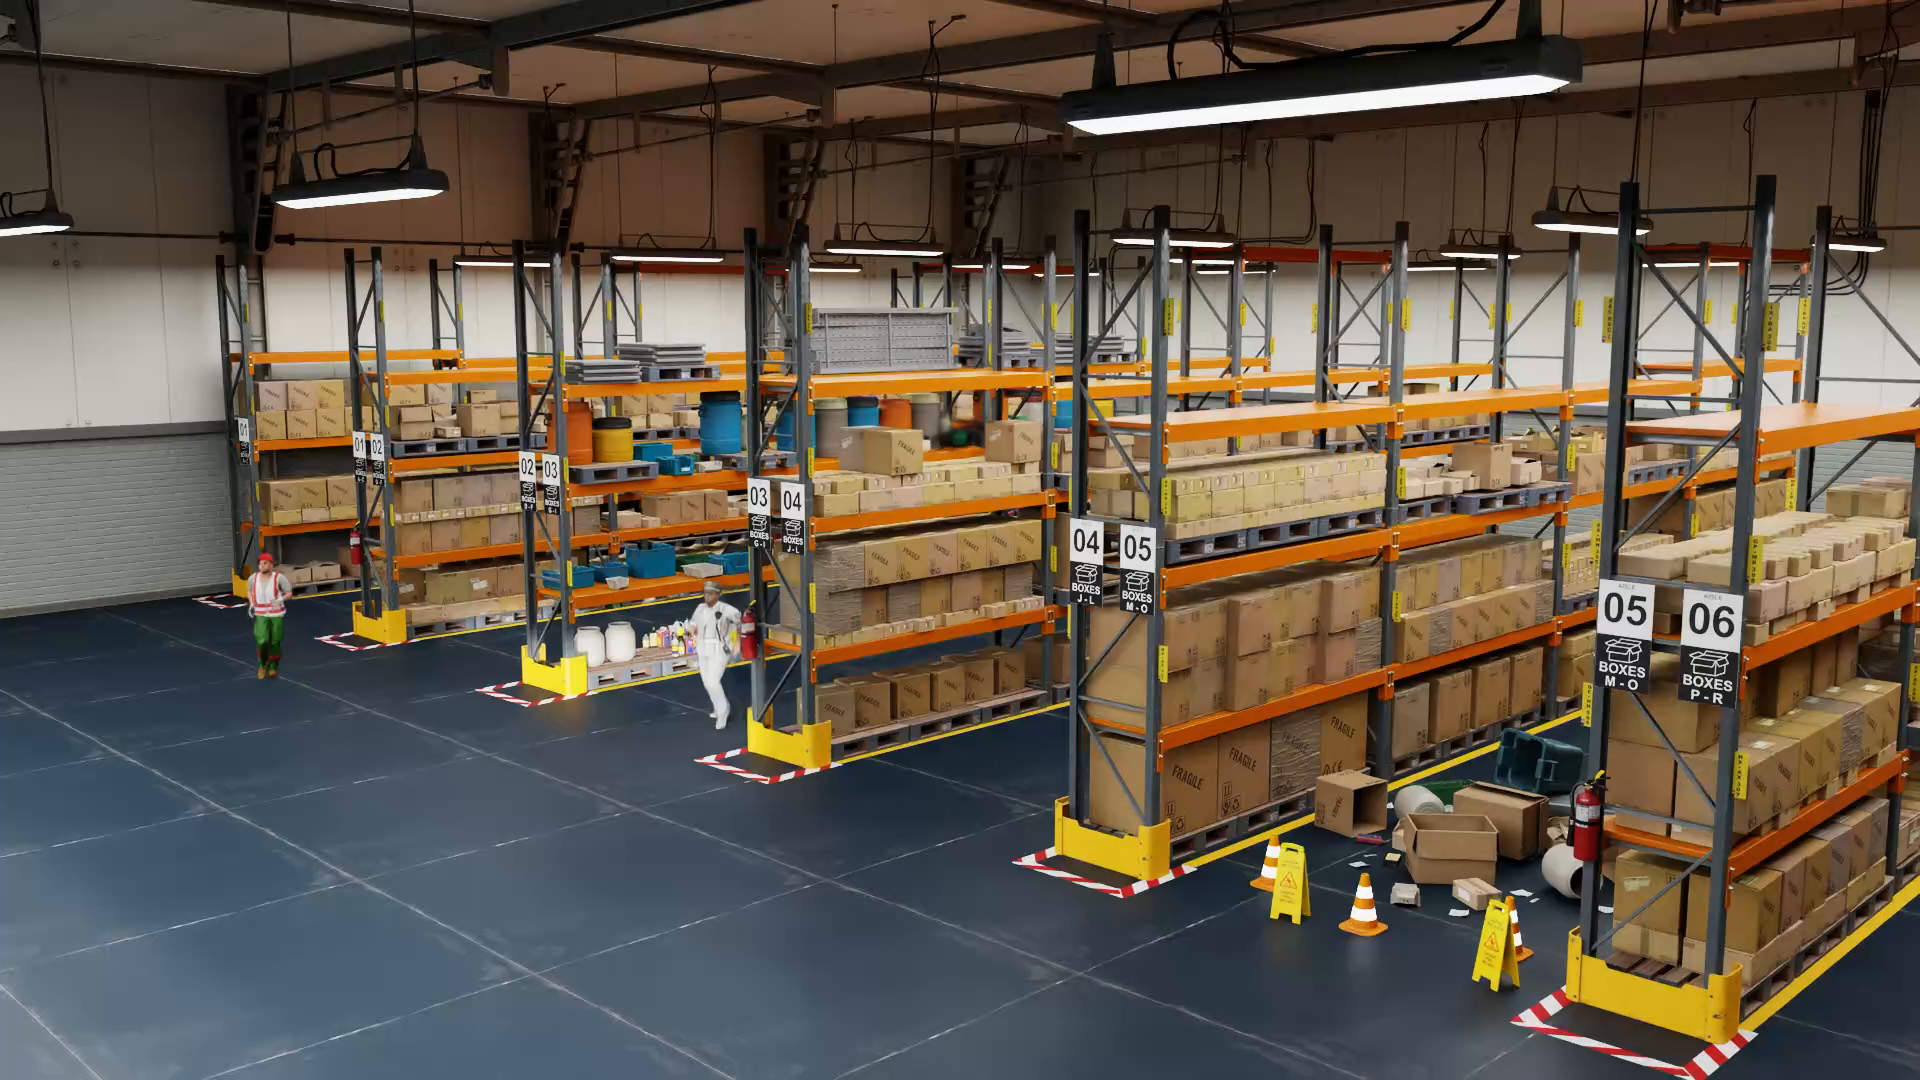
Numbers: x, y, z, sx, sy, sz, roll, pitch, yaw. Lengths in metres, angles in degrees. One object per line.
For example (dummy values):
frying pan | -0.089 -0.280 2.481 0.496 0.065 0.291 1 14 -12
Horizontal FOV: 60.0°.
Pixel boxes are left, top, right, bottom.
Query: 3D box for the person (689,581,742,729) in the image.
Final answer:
person | -3.035 1.414 20.467 0.650 1.847 0.752 5 9 29

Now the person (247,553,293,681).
person | -9.492 1.050 22.854 0.624 1.752 0.671 -2 8 -14
